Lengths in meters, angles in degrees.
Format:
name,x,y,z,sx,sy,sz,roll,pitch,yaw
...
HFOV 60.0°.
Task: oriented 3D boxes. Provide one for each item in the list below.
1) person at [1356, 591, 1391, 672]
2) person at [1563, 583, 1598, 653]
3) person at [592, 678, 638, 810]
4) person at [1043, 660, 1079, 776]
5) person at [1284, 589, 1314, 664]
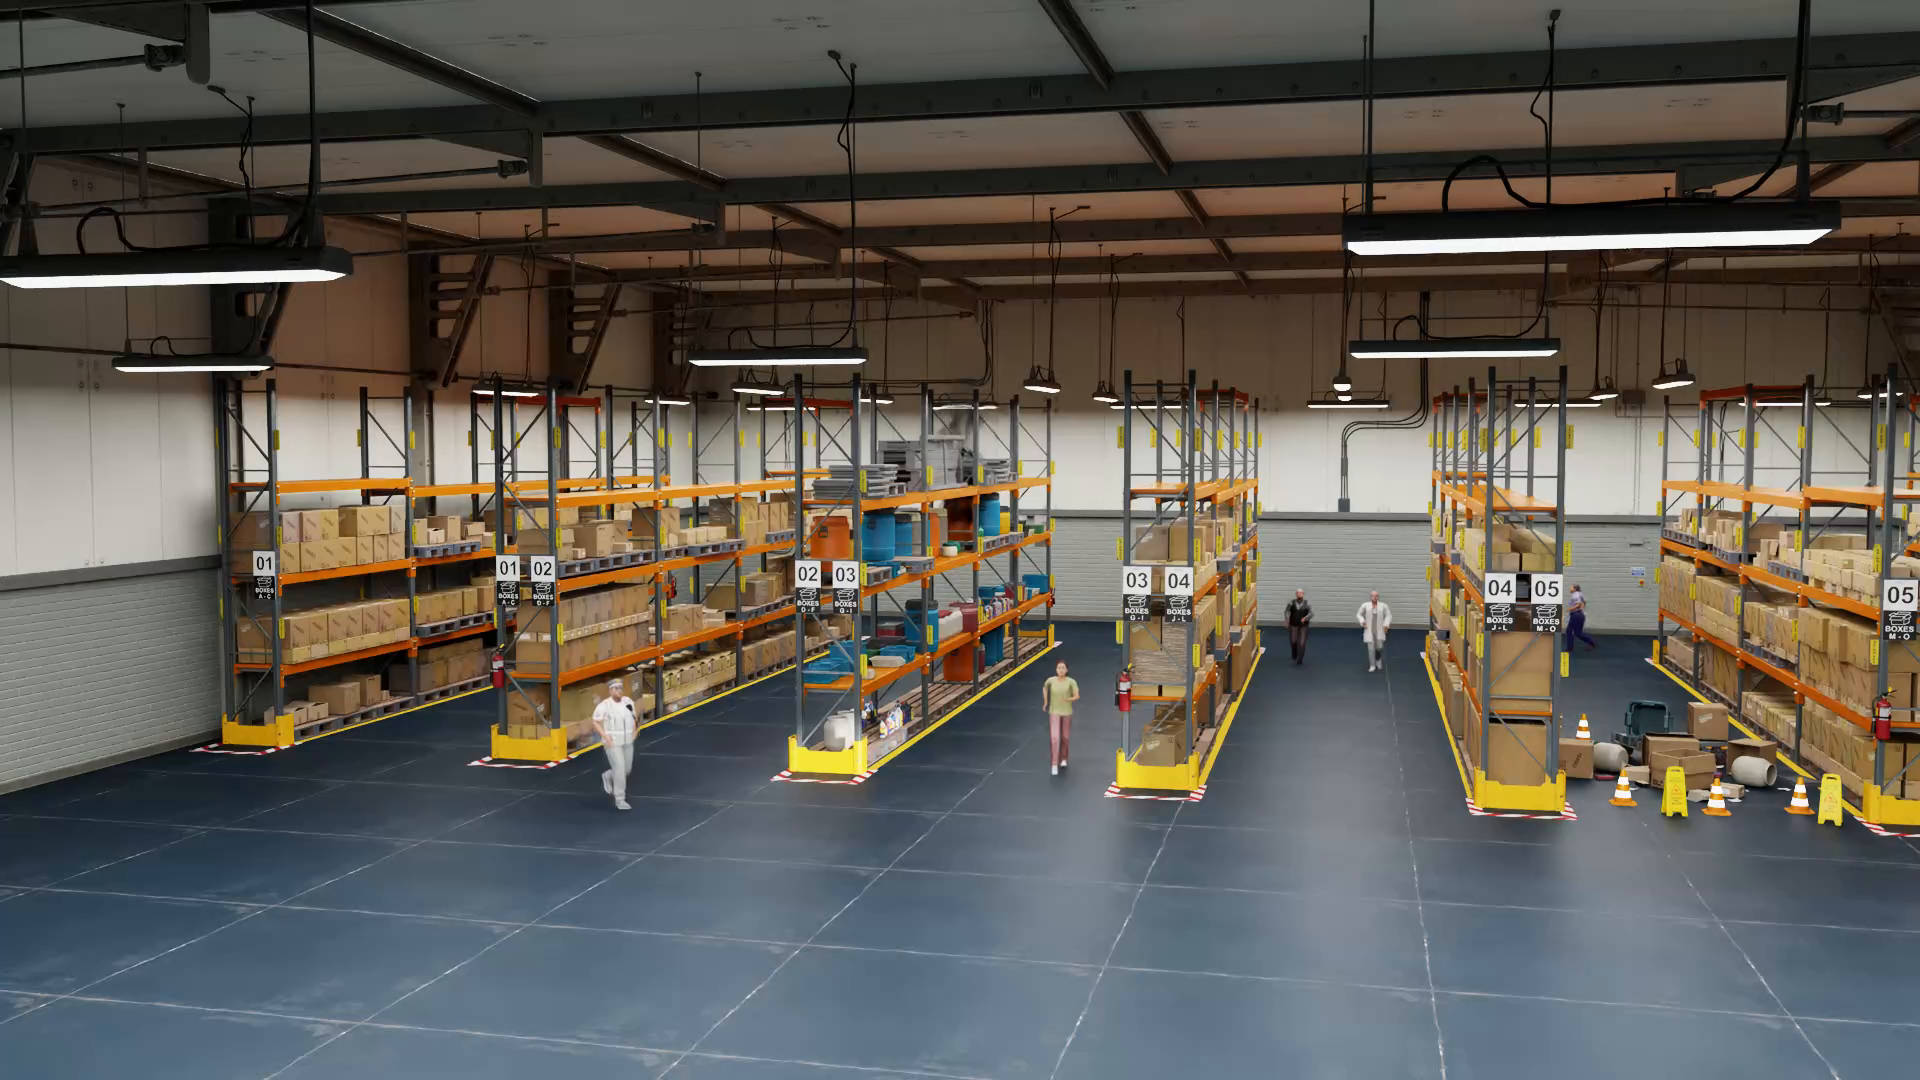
name,x,y,z,sx,sy,sz,roll,pitch,yaw
person,8.941,1.976,35.944,0.729,1.745,0.630,1,4,12
person,14.500,1.859,38.889,0.805,1.685,0.594,1,4,22
person,-4.718,2.758,22.768,0.657,1.775,0.773,-3,5,-41
person,1.526,2.664,25.098,0.551,1.724,0.722,0,3,4
person,7.558,1.936,37.119,0.658,1.679,0.570,1,4,15
